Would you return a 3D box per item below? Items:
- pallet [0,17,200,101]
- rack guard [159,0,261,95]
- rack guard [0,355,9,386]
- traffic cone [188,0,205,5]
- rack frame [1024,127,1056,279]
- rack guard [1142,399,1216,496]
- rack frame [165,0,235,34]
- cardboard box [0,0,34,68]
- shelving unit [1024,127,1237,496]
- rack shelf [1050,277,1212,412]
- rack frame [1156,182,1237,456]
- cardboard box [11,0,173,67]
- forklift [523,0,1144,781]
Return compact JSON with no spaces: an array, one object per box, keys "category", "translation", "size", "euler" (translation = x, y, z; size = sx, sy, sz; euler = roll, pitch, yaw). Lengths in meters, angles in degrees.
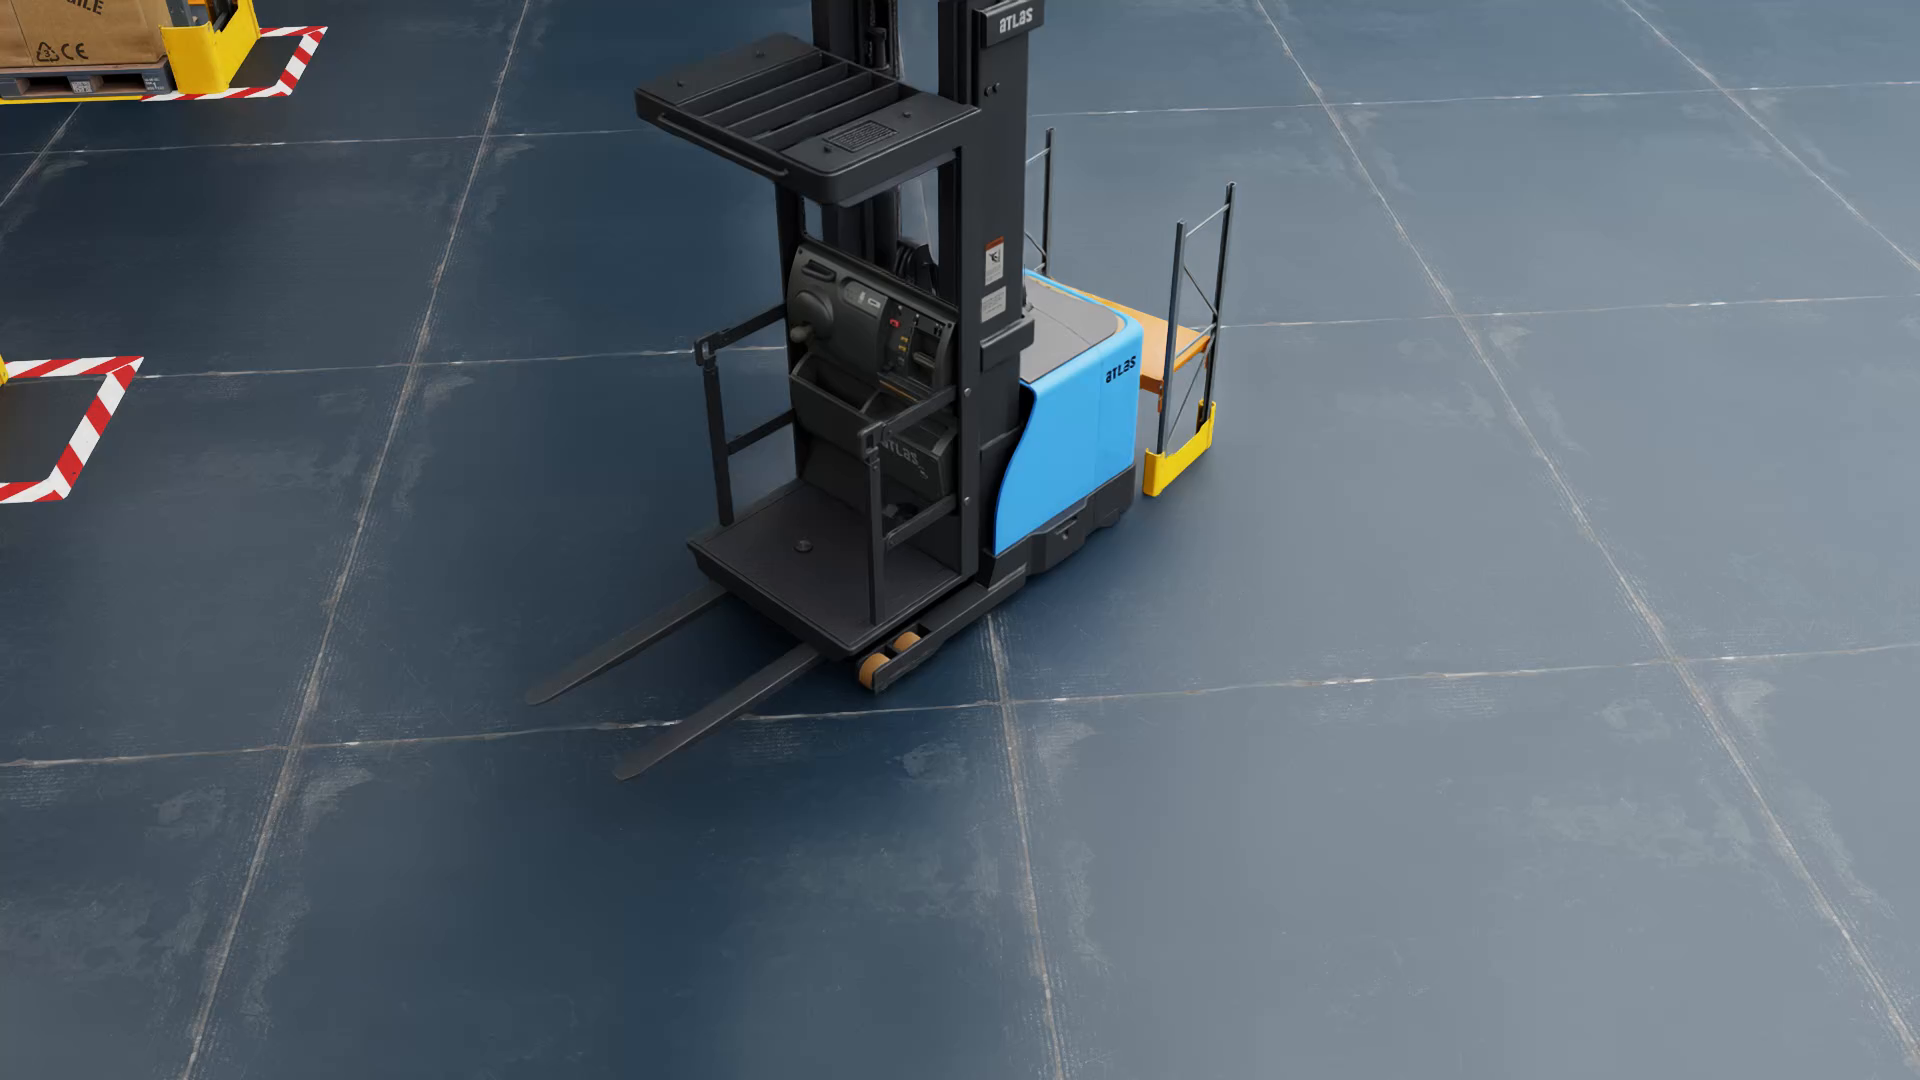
[{"category":"pallet","translation":[-6.449,-3.629,12.501],"size":[1.213,0.211,1.003],"euler":[-3,38,-4]},{"category":"rack guard","translation":[-5.635,-3.836,12.530],"size":[0.348,0.500,1.175],"euler":[-3,38,-4]},{"category":"rack guard","translation":[-5.396,-0.764,8.637],"size":[0.348,0.500,1.175],"euler":[-3,38,-4]},{"category":"traffic cone","translation":[-6.314,-4.667,13.613],"size":[0.334,0.463,0.336],"euler":[-3,38,-4]},{"category":"rack frame","translation":[0.315,-1.331,8.548],"size":[0.032,1.500,0.500],"euler":[25,44,28]},{"category":"rack guard","translation":[1.118,-0.474,8.471],"size":[0.087,0.250,0.587],"euler":[25,44,28]},{"category":"rack frame","translation":[-5.659,-4.816,11.754],"size":[0.127,3.000,1.000],"euler":[-3,38,-4]},{"category":"cardboard box","translation":[-7.205,-4.019,12.120],"size":[0.875,0.875,0.875],"euler":[-4,38,-5]},{"category":"shelving unit","translation":[0.717,-1.148,8.316],"size":[1.083,1.500,0.587],"euler":[25,44,28]},{"category":"rack shelf","translation":[0.724,-1.003,8.423],"size":[1.000,0.185,0.538],"euler":[25,44,28]},{"category":"rack frame","translation":[1.133,-0.957,8.075],"size":[0.032,1.500,0.500],"euler":[25,44,28]},{"category":"cardboard box","translation":[-6.329,-4.068,12.183],"size":[0.875,0.875,0.875],"euler":[-3,38,-4]},{"category":"forklift","translation":[-0.523,-0.852,6.785],"size":[1.130,2.935,3.031],"euler":[31,48,33]}]
